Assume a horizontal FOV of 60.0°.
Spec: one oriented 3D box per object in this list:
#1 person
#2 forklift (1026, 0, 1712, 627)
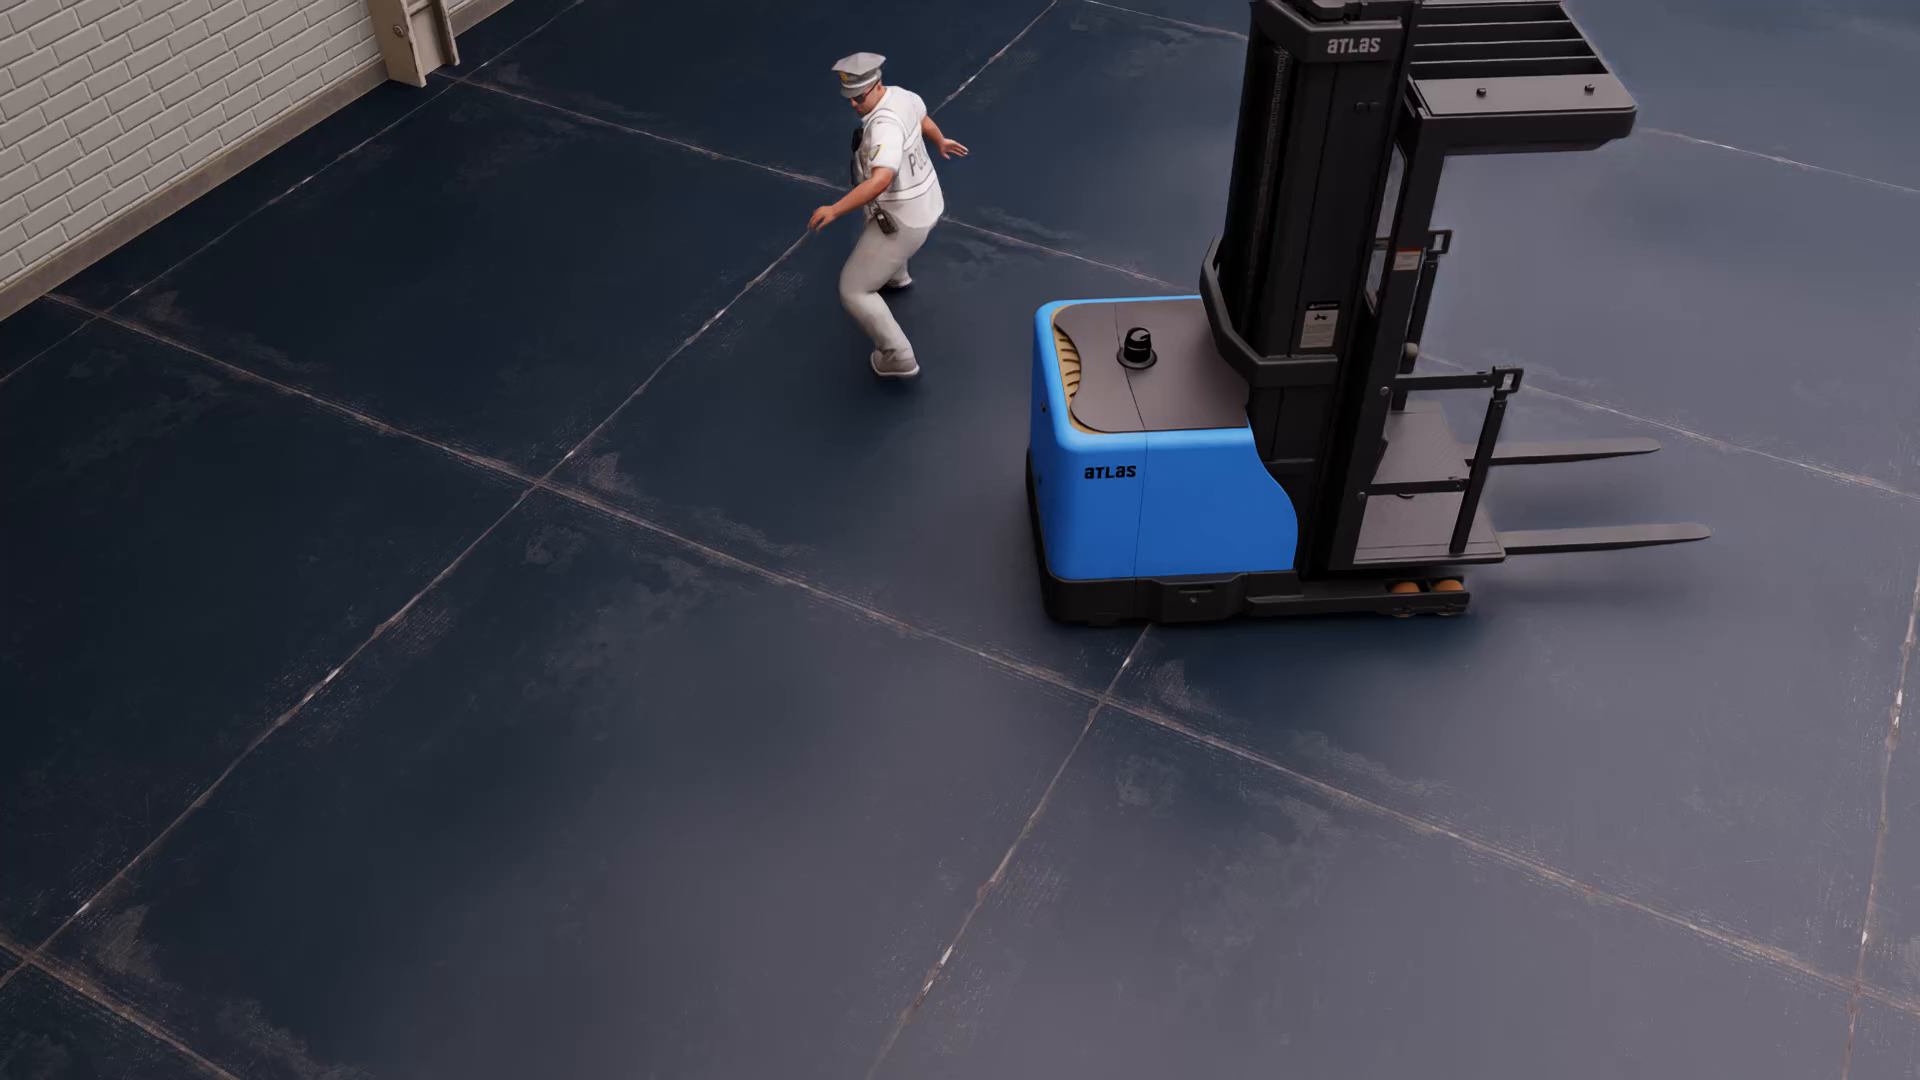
[{"bbox_3d":[-0.344,-1.696,8.517,0.540,1.705,1.150,11,44,11],"label":"person"},{"bbox_3d":[1.856,-1.083,6.803,3.031,2.935,1.130,-3,43,-3],"label":"forklift"}]
